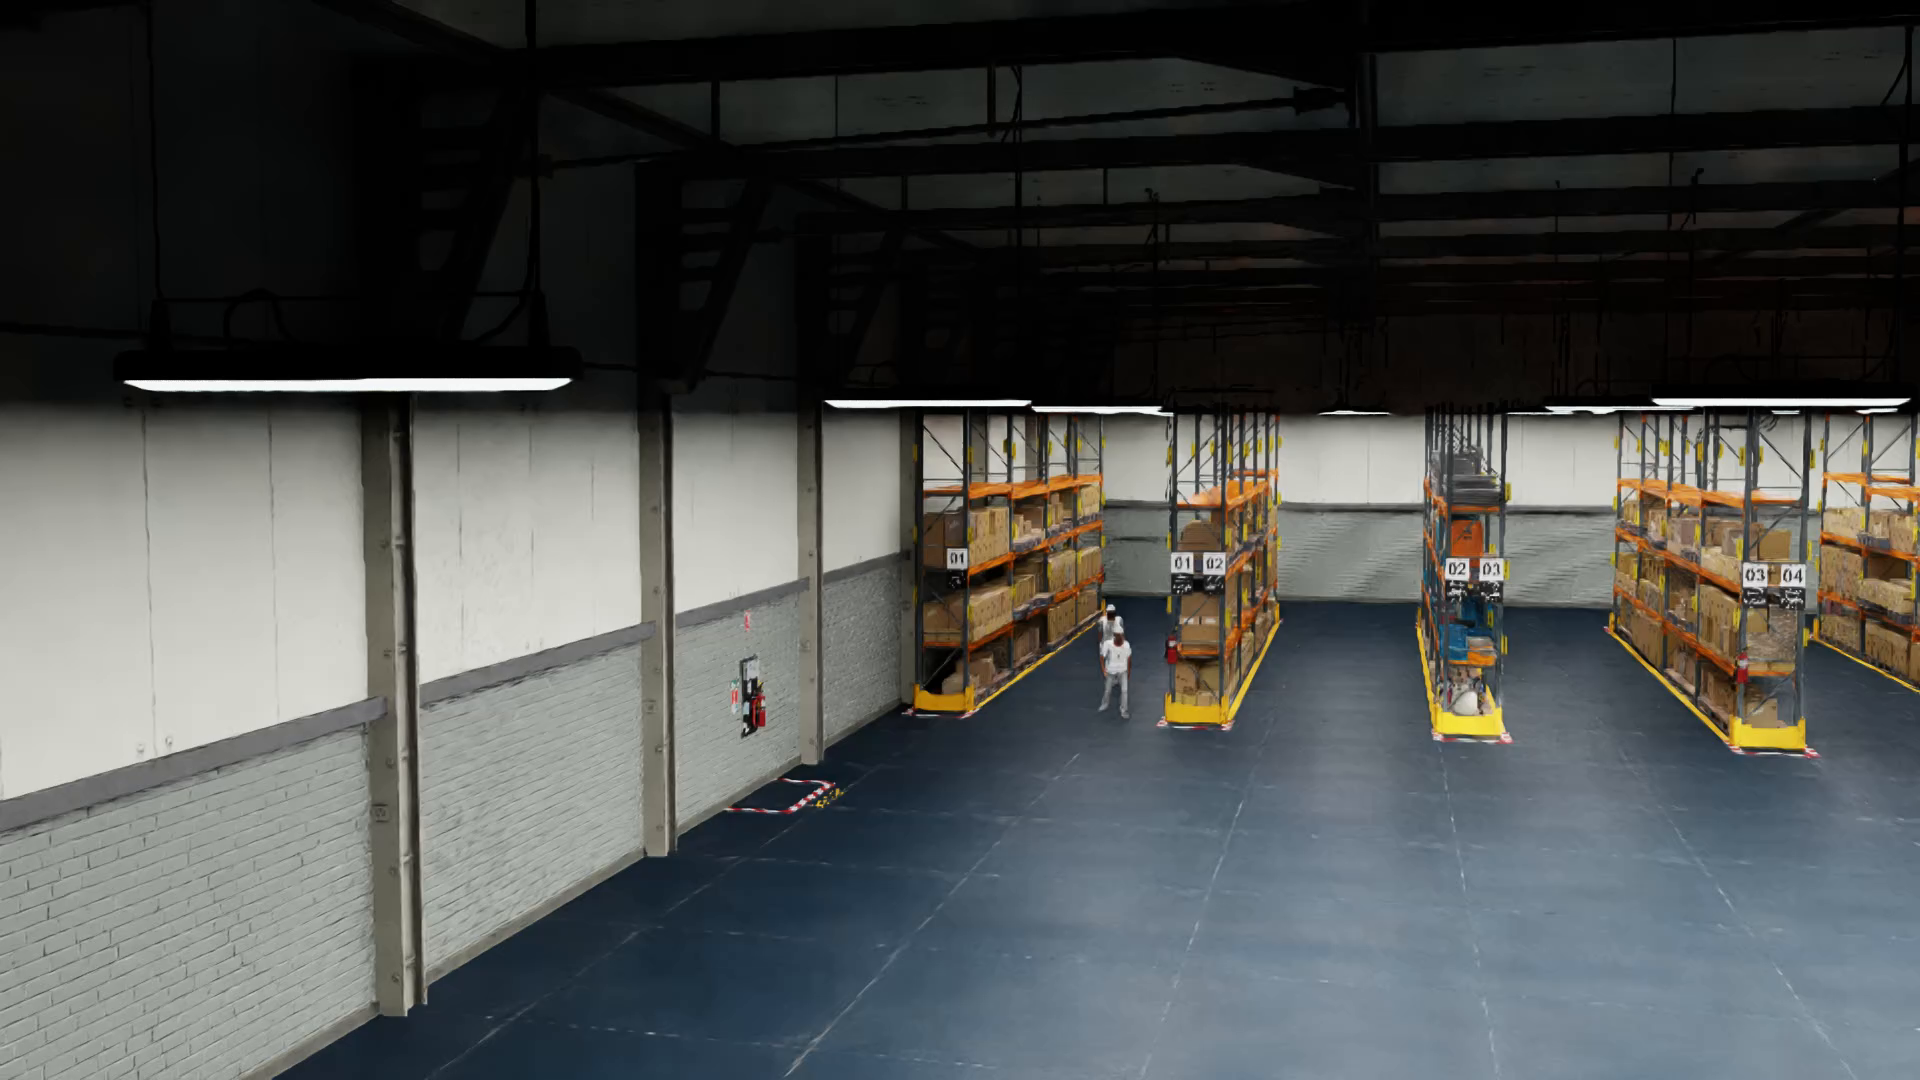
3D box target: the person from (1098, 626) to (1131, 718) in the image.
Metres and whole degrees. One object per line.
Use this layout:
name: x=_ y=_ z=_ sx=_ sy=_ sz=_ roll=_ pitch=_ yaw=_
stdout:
person: x=2.981 y=2.497 z=31.889 sx=0.640 sy=1.719 sz=0.865 roll=0 pitch=4 yaw=-5

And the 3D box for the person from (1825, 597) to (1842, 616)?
person: x=23.605 y=1.586 z=44.863 sx=0.534 sy=1.659 sz=0.514 roll=-3 pitch=5 yaw=-39

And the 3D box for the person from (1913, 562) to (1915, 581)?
person: x=27.005 y=1.388 z=46.818 sx=0.656 sy=1.769 sz=0.607 roll=-2 pitch=5 yaw=-30

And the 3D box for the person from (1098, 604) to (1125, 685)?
person: x=3.243 y=2.214 z=35.713 sx=0.571 sy=1.701 sz=1.112 roll=1 pitch=4 yaw=13
